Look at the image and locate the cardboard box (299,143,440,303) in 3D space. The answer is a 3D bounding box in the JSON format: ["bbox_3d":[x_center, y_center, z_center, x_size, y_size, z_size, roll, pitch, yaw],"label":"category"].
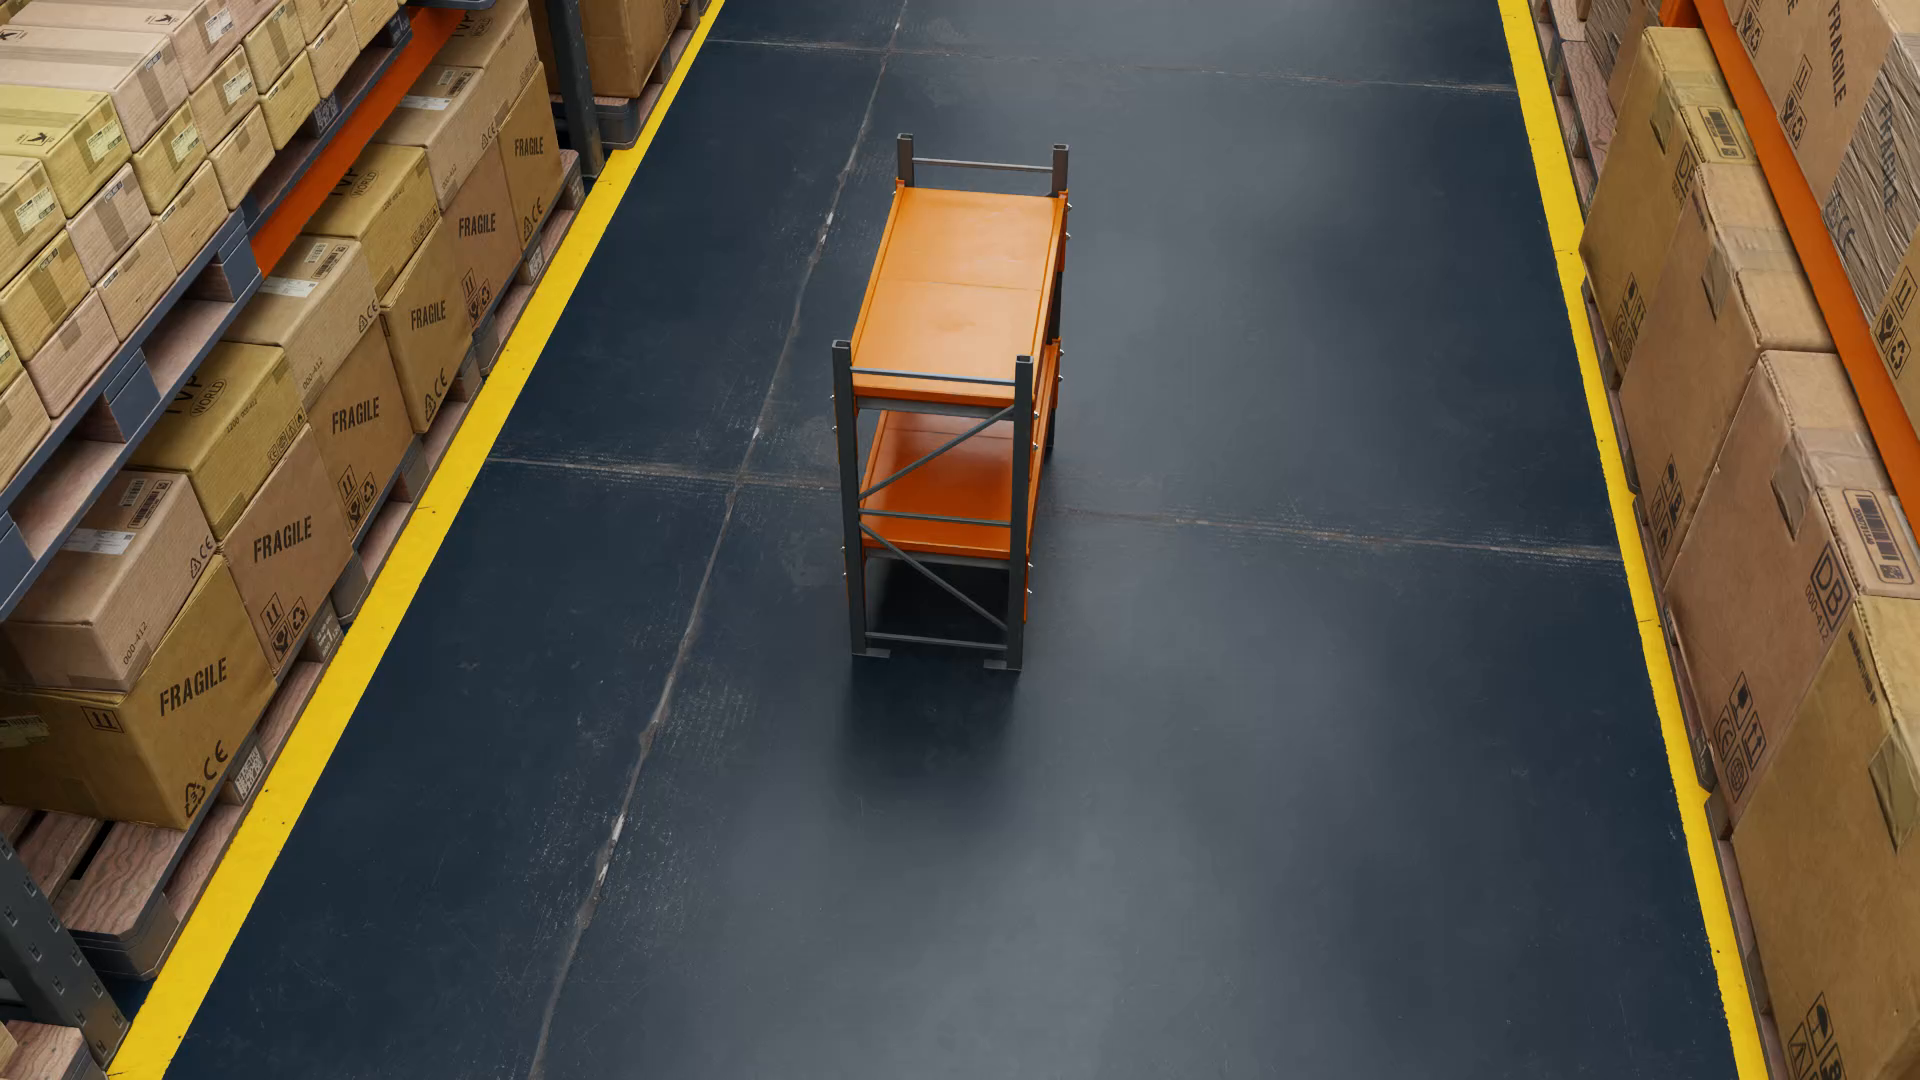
[{"bbox_3d":[-1.941,-0.983,5.074,0.500,0.250,0.500,6,44,6],"label":"cardboard box"}]

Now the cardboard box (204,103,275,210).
[{"bbox_3d":[-1.858,-0.912,3.909,0.380,0.149,0.250,3,44,4],"label":"cardboard box"}]

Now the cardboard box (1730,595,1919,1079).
[{"bbox_3d":[2.467,0.781,3.484,1.225,0.875,0.875,5,44,6],"label":"cardboard box"}]

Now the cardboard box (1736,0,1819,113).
[{"bbox_3d":[2.531,-1.504,4.584,0.500,0.500,0.500,4,44,4],"label":"cardboard box"}]

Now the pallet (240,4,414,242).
[{"bbox_3d":[-2.193,-1.224,4.500,1.003,0.211,1.213,5,44,6],"label":"pallet"}]

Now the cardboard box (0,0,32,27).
[{"bbox_3d":[-2.473,-1.277,4.078,0.380,0.149,0.250,5,44,6],"label":"cardboard box"}]

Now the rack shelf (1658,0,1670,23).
[{"bbox_3d":[3.195,-3.228,7.001,1.077,0.370,4.000,5,44,6],"label":"rack shelf"}]

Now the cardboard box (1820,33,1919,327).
[{"bbox_3d":[2.399,-0.814,3.856,0.500,0.500,0.500,5,44,6],"label":"cardboard box"}]

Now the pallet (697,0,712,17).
[{"bbox_3d":[-1.629,-2.993,8.257,1.003,0.211,1.213,5,44,6],"label":"pallet"}]

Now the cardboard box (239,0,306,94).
[{"bbox_3d":[-1.824,-1.211,4.008,0.380,0.149,0.250,5,44,5],"label":"cardboard box"}]

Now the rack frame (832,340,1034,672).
[{"bbox_3d":[-0.068,-0.057,4.493,0.500,1.125,0.032,5,44,6],"label":"rack frame"}]

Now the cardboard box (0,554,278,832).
[{"bbox_3d":[-2.140,0.356,4.205,0.500,0.500,0.500,7,44,7],"label":"cardboard box"}]

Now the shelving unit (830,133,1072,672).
[{"bbox_3d":[-0.001,-0.404,4.858,0.538,1.125,1.048,5,44,6],"label":"shelving unit"}]

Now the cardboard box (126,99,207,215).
[{"bbox_3d":[-1.893,-0.846,3.623,0.380,0.149,0.250,4,44,4],"label":"cardboard box"}]

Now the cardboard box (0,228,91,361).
[{"bbox_3d":[-1.961,-0.493,3.250,0.380,0.149,0.250,4,44,5],"label":"cardboard box"}]

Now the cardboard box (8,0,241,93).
[{"bbox_3d":[-1.857,-1.133,3.710,0.380,0.149,0.250,5,44,5],"label":"cardboard box"}]

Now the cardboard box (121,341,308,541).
[{"bbox_3d":[-2.073,-0.280,4.331,0.500,0.250,0.500,6,44,7],"label":"cardboard box"}]

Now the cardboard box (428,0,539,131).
[{"bbox_3d":[-1.803,-1.673,5.803,0.500,0.250,0.500,4,44,5],"label":"cardboard box"}]

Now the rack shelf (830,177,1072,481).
[{"bbox_3d":[-0.001,-0.616,4.657,0.538,0.278,1.000,5,44,6],"label":"rack shelf"}]

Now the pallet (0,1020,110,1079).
[{"bbox_3d":[-2.555,1.554,3.456,1.003,0.211,1.213,5,44,6],"label":"pallet"}]

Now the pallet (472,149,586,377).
[{"bbox_3d":[-2.077,-1.101,6.259,1.003,0.211,1.213,5,44,6],"label":"pallet"}]

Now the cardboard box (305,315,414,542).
[{"bbox_3d":[-2.016,-0.363,4.965,0.500,0.500,0.500,6,44,6],"label":"cardboard box"}]

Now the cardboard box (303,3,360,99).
[{"bbox_3d":[-1.789,-1.270,4.287,0.380,0.149,0.250,3,44,4],"label":"cardboard box"}]

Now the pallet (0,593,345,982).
[{"bbox_3d":[-2.399,0.562,4.503,1.003,0.211,1.213,5,44,6],"label":"pallet"}]

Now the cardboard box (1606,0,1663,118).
[{"bbox_3d":[3.000,-1.837,6.506,0.700,0.500,0.500,3,44,3],"label":"cardboard box"}]

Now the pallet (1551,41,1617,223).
[{"bbox_3d":[3.036,-1.646,6.835,1.003,0.211,1.213,5,44,6],"label":"pallet"}]

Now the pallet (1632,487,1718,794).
[{"bbox_3d":[2.588,0.246,4.837,1.003,0.211,1.213,5,44,6],"label":"pallet"}]

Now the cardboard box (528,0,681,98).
[{"bbox_3d":[-1.802,-2.388,6.922,1.050,0.750,0.750,5,44,5],"label":"cardboard box"}]

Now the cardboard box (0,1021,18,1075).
[{"bbox_3d":[-2.227,1.098,3.460,0.380,0.149,0.250,6,44,6],"label":"cardboard box"}]

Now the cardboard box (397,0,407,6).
[{"bbox_3d":[-1.720,-1.632,4.669,0.380,0.149,0.250,3,44,4],"label":"cardboard box"}]

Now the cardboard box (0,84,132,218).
[{"bbox_3d":[-1.926,-0.789,3.346,0.380,0.149,0.250,6,44,6],"label":"cardboard box"}]

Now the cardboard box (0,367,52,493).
[{"bbox_3d":[-1.993,-0.208,3.165,0.380,0.149,0.250,3,44,3],"label":"cardboard box"}]

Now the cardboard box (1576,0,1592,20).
[{"bbox_3d":[3.129,-2.603,7.315,0.700,0.500,0.500,9,44,9],"label":"cardboard box"}]

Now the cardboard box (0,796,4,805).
[{"bbox_3d":[-2.653,0.308,4.256,0.500,0.500,0.500,4,44,5],"label":"cardboard box"}]

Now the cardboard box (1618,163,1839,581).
[{"bbox_3d":[2.694,-0.432,4.765,1.225,0.875,0.875,5,44,6],"label":"cardboard box"}]

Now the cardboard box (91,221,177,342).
[{"bbox_3d":[-1.925,-0.567,3.545,0.380,0.149,0.250,6,44,6],"label":"cardboard box"}]

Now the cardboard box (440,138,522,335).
[{"bbox_3d":[-1.872,-1.065,5.706,0.500,0.500,0.500,7,44,7],"label":"cardboard box"}]

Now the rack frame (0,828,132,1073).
[{"bbox_3d":[-2.501,0.080,2.984,1.000,3.000,0.127,5,44,6],"label":"rack frame"}]
